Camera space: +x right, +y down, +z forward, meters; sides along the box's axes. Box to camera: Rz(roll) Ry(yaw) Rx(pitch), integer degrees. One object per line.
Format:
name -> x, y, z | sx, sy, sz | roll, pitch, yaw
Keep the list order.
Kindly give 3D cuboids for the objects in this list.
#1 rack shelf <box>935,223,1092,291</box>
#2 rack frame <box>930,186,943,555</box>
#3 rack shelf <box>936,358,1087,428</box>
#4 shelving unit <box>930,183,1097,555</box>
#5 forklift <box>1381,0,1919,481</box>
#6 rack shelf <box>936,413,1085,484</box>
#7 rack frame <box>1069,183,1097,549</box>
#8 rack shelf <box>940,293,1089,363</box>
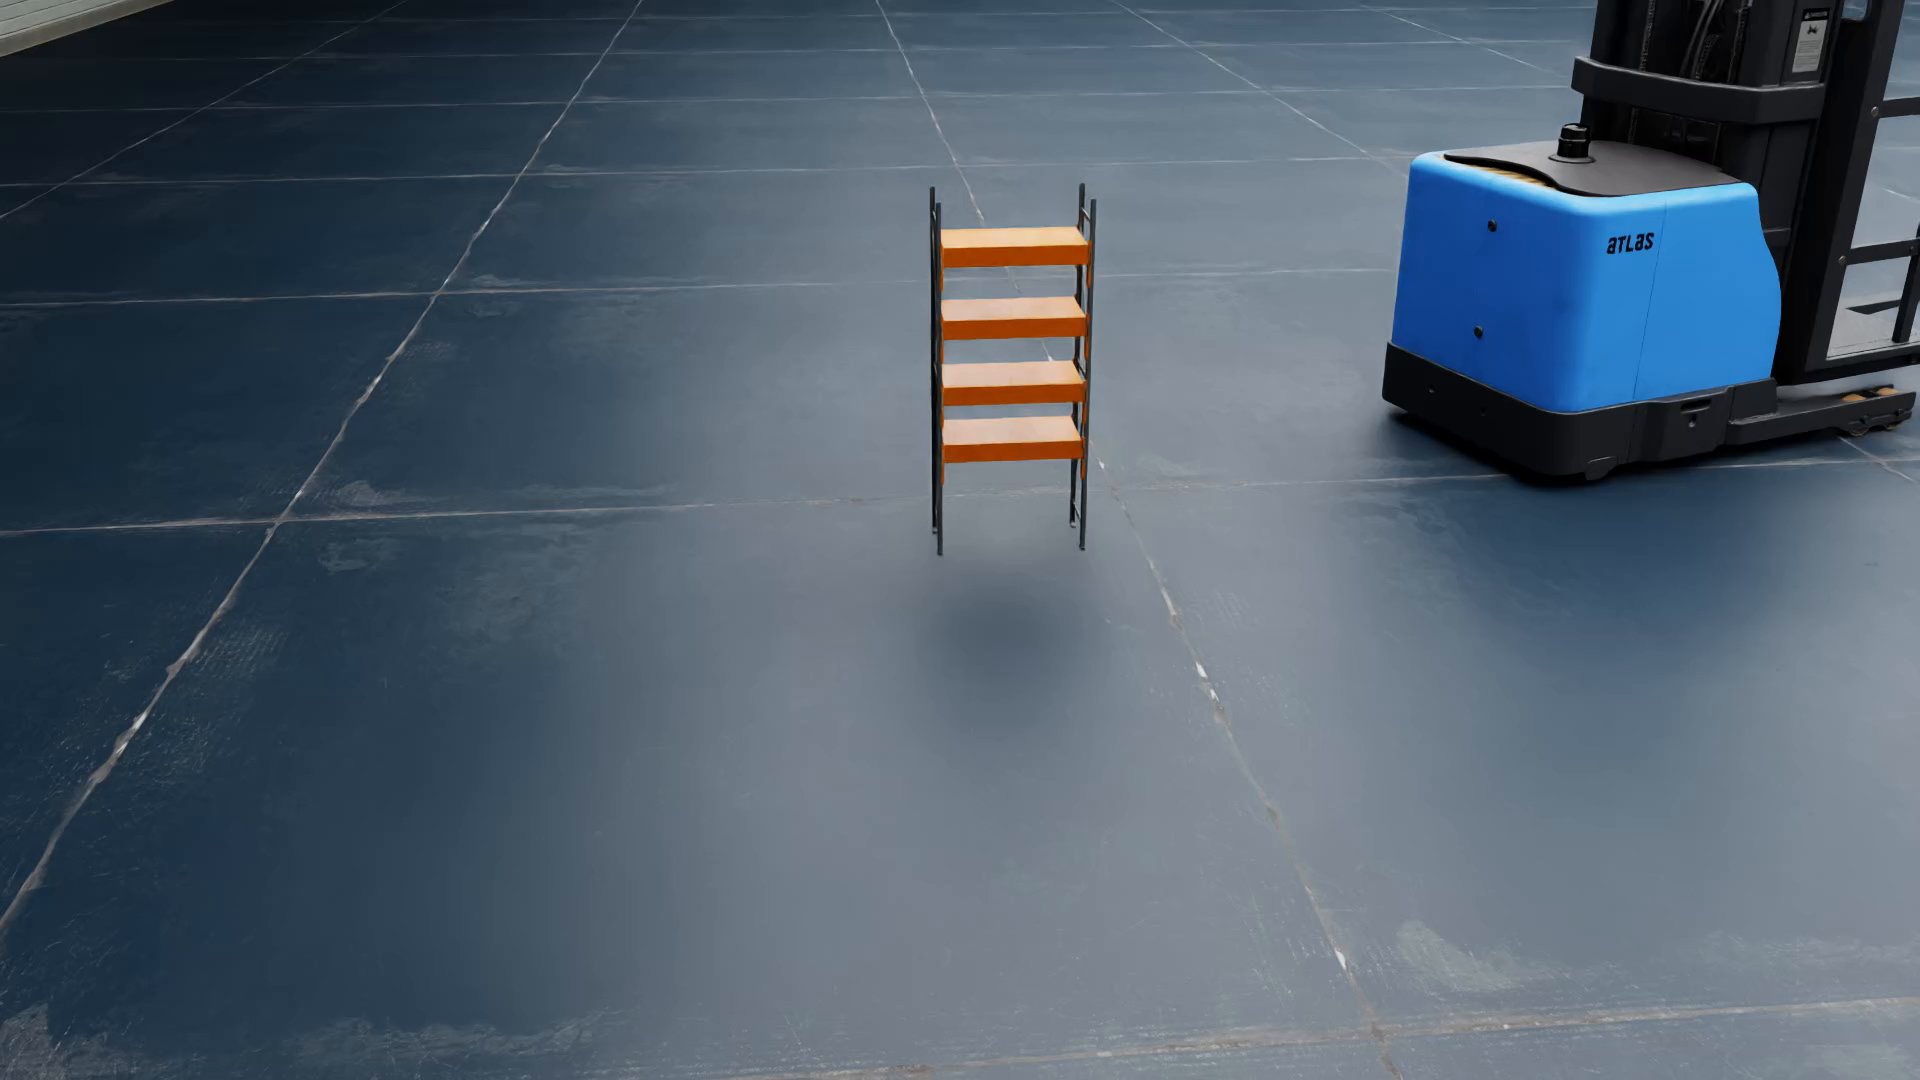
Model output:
rack shelf -> 0.165, -0.914, 5.362 | 0.480, 0.148, 0.258 | -2, 24, -5
rack frame -> -0.078, -0.545, 5.499 | 0.015, 1.200, 0.240 | -2, 24, -5
rack shelf -> 0.165, -0.493, 5.548 | 0.480, 0.148, 0.258 | -2, 24, -5
shelving unit -> 0.165, -0.555, 5.521 | 0.503, 1.200, 0.258 | -2, 24, -5
forklift -> 3.314, -1.942, 6.510 | 3.031, 2.935, 1.130 | -10, 26, -22
rack shelf -> 0.165, -0.312, 5.629 | 0.480, 0.148, 0.258 | -2, 24, -5
rack frame -> 0.408, -0.565, 5.543 | 0.015, 1.200, 0.240 | -2, 24, -5
rack shelf -> 0.165, -0.698, 5.458 | 0.480, 0.148, 0.258 | -2, 24, -5
